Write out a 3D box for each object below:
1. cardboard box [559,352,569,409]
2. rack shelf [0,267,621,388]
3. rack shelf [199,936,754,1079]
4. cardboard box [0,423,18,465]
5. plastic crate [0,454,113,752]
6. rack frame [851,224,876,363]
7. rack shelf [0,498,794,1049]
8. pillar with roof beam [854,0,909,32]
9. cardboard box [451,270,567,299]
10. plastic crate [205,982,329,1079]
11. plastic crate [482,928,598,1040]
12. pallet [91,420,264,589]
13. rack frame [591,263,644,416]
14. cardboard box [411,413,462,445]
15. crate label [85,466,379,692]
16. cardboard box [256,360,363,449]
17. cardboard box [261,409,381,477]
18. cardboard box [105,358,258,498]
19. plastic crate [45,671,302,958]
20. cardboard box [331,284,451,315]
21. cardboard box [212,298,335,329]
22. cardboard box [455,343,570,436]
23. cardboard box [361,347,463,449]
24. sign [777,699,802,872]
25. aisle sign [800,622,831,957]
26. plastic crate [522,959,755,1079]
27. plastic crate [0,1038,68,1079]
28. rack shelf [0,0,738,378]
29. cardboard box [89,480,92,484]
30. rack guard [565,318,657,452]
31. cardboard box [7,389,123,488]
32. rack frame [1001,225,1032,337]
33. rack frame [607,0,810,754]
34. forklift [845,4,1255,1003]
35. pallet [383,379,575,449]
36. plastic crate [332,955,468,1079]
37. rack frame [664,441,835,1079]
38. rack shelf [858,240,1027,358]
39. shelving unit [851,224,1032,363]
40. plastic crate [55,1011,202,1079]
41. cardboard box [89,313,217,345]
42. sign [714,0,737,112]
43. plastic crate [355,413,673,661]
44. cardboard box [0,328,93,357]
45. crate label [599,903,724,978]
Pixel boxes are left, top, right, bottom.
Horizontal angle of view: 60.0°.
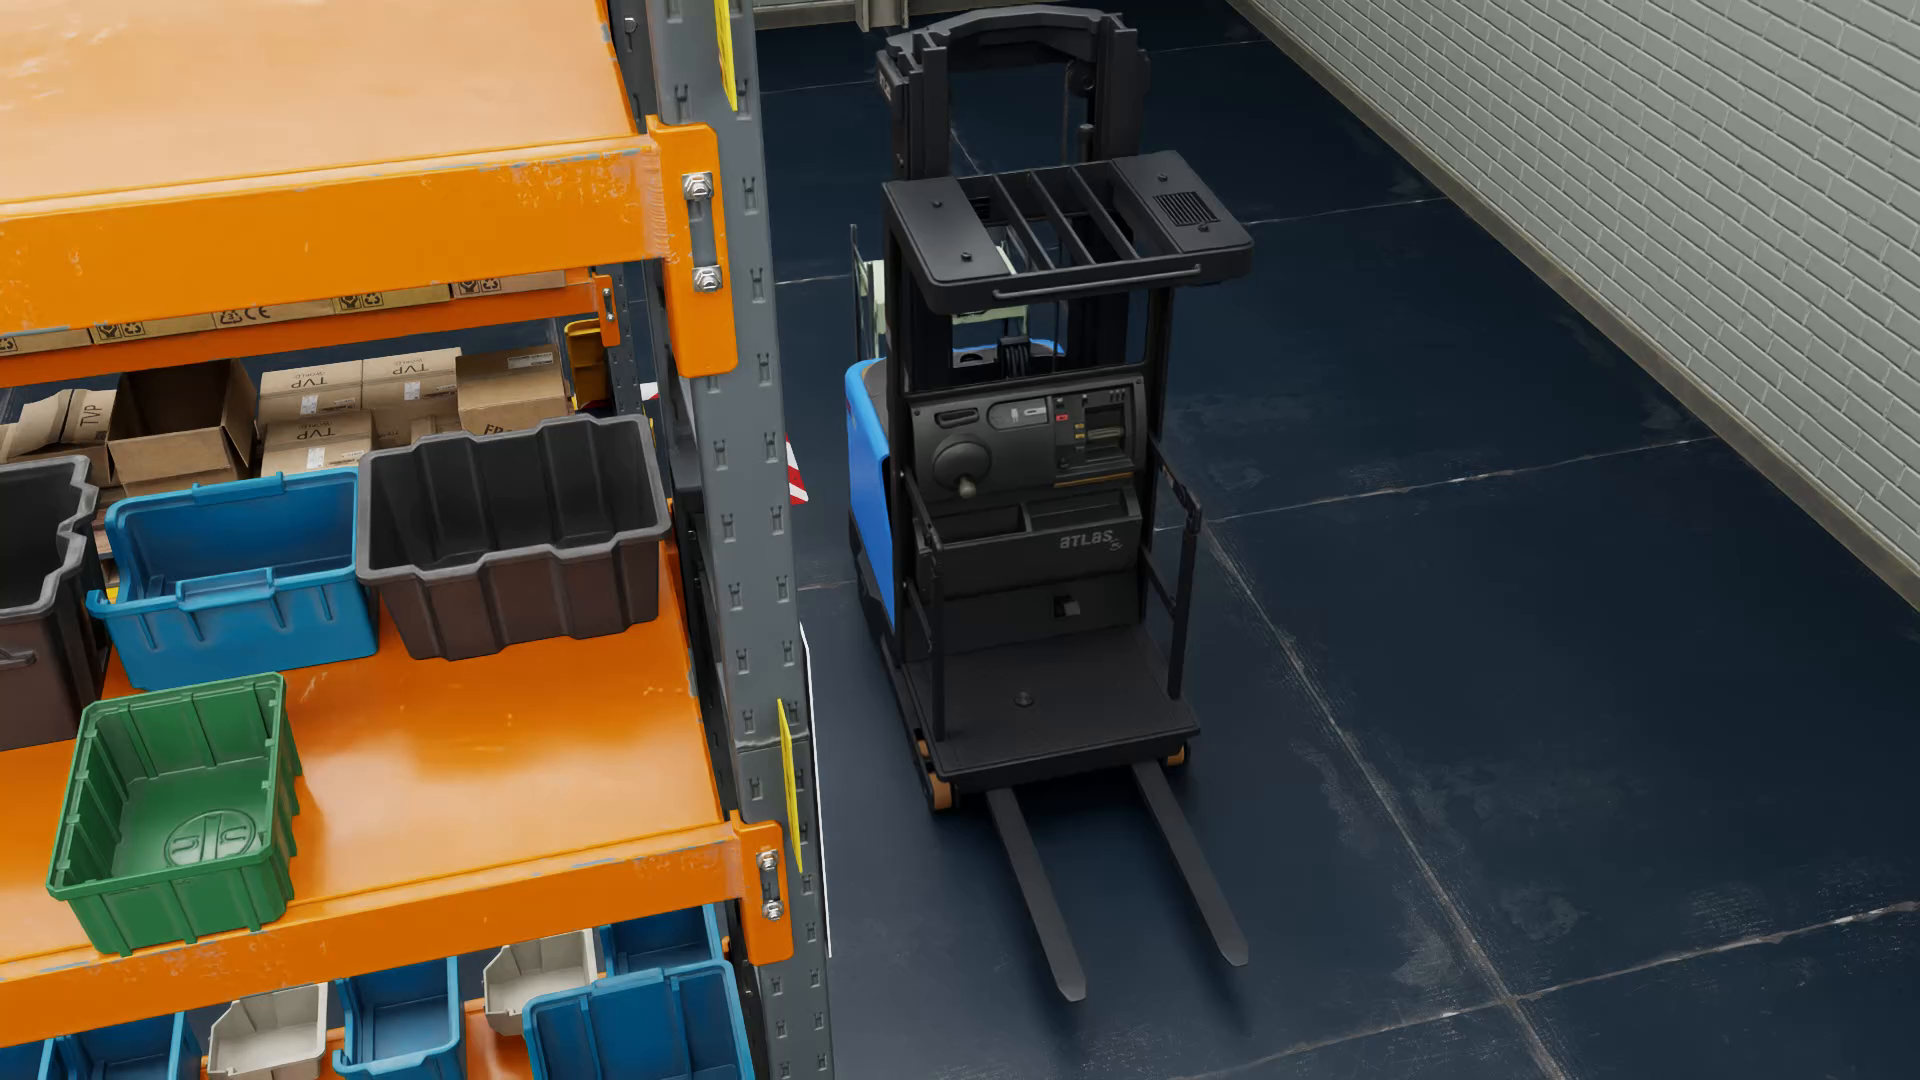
[{"bbox_3d":[-2.229,-0.833,8.834,0.250,0.149,0.380,-9,38,-12],"label":"cardboard box"},{"bbox_3d":[-3.666,-1.053,7.729,4.000,0.370,1.077,-9,38,-12],"label":"rack shelf"},{"bbox_3d":[-2.379,1.853,3.930,4.000,0.370,1.077,-9,38,-12],"label":"rack shelf"},{"bbox_3d":[-4.775,-0.415,8.288,0.250,0.149,0.380,-9,38,-12],"label":"cardboard box"},{"bbox_3d":[-1.994,0.165,3.128,0.767,0.338,0.504,-9,38,-12],"label":"plastic crate"},{"bbox_3d":[-0.444,-0.740,7.963,0.023,1.500,0.400,-9,38,-11],"label":"rack frame"},{"bbox_3d":[-2.379,0.662,3.019,4.000,0.370,1.077,-9,38,-12],"label":"rack shelf"},{"bbox_3d":[0.473,-5.353,7.821,0.400,9.000,9.100,-9,38,-12],"label":"pillar with roof beam"},{"bbox_3d":[-2.097,-1.465,7.593,0.500,0.500,0.500,-8,38,-11],"label":"cardboard box"},{"bbox_3d":[-1.758,1.287,4.245,0.298,0.136,0.250,-9,38,-12],"label":"plastic crate"},{"bbox_3d":[-1.103,1.180,4.386,0.298,0.136,0.250,-9,38,-12],"label":"plastic crate"},{"bbox_3d":[-3.754,-0.218,8.341,1.213,0.211,1.003,-9,38,-12],"label":"pallet"},{"bbox_3d":[-1.736,-1.655,7.925,0.127,3.000,1.000,-9,38,-12],"label":"rack frame"},{"bbox_3d":[-2.611,-0.463,8.335,0.250,0.166,0.380,-9,38,-12],"label":"cardboard box"},{"bbox_3d":[-1.423,0.075,3.316,0.502,0.251,0.408,-9,38,-12],"label":"crate label"},{"bbox_3d":[-3.300,-0.660,8.524,0.500,0.250,0.500,-9,38,-12],"label":"cardboard box"},{"bbox_3d":[-3.121,-0.375,8.151,0.500,0.250,0.500,-9,38,-12],"label":"cardboard box"},{"bbox_3d":[-3.785,-0.506,8.114,0.637,0.503,0.797,-9,38,-12],"label":"cardboard box"},{"bbox_3d":[-1.326,0.467,2.855,0.336,0.188,0.450,-9,38,-12],"label":"plastic crate"},{"bbox_3d":[-2.597,-1.380,7.483,0.500,0.500,0.500,-9,38,-12],"label":"cardboard box"},{"bbox_3d":[-3.080,-1.304,7.384,0.500,0.500,0.500,-9,38,-12],"label":"cardboard box"},{"bbox_3d":[-2.196,-0.607,8.249,0.500,0.500,0.500,-9,38,-12],"label":"cardboard box"},{"bbox_3d":[-2.817,-0.739,8.628,0.500,0.250,0.500,-9,38,-12],"label":"cardboard box"},{"bbox_3d":[-0.289,0.421,2.828,0.005,0.325,0.100,-9,38,-12],"label":"sign"},{"bbox_3d":[-0.302,0.379,3.126,0.004,0.787,0.394,-9,38,-12],"label":"aisle sign"},{"bbox_3d":[-0.722,1.375,3.884,0.499,0.435,0.616,-9,38,-12],"label":"plastic crate"},{"bbox_3d":[-2.333,1.395,4.025,0.300,0.233,0.416,-9,38,-12],"label":"plastic crate"},{"bbox_3d":[-2.379,-0.371,2.229,4.000,0.370,1.077,-9,38,-12],"label":"rack shelf"},{"bbox_3d":[-4.303,-0.154,7.931,0.250,0.166,0.380,-9,38,-12],"label":"cardboard box"},{"bbox_3d":[-1.809,-0.651,8.668,0.348,0.500,1.175,-9,38,-12],"label":"rack guard"},{"bbox_3d":[-4.397,-0.504,8.270,0.500,0.311,0.500,-9,38,-12],"label":"cardboard box"},{"bbox_3d":[0.265,-0.851,8.108,0.023,1.500,0.400,-9,38,-11],"label":"rack frame"},{"bbox_3d":[-0.448,-1.132,2.303,0.127,3.000,1.000,-9,38,-12],"label":"rack frame"},{"bbox_3d":[0.327,-0.324,6.241,1.130,2.935,3.031,-9,38,-11],"label":"forklift"},{"bbox_3d":[-2.578,-0.409,8.590,1.213,0.211,1.003,-9,38,-12],"label":"pallet"},{"bbox_3d":[-1.408,1.244,4.223,0.300,0.233,0.416,-9,38,-12],"label":"plastic crate"},{"bbox_3d":[-0.448,1.251,4.126,0.127,3.000,1.000,-9,38,-12],"label":"rack frame"},{"bbox_3d":[-0.090,-1.106,7.798,0.720,0.370,0.431,-9,38,-11],"label":"rack shelf"},{"bbox_3d":[-0.089,-0.796,8.035,0.755,1.500,0.431,-9,38,-11],"label":"shelving unit"},{"bbox_3d":[-2.043,1.348,4.087,0.300,0.233,0.416,-9,38,-12],"label":"plastic crate"},{"bbox_3d":[-3.567,-1.225,7.279,0.500,0.500,0.500,-10,39,-13],"label":"cardboard box"},{"bbox_3d":[-0.289,-0.684,1.983,0.005,0.325,0.100,-9,38,-12],"label":"sign"},{"bbox_3d":[-0.892,0.009,3.388,0.590,0.269,0.497,-9,38,-12],"label":"plastic crate"},{"bbox_3d":[-4.057,-1.143,7.173,0.500,0.500,0.500,-10,38,-12],"label":"cardboard box"},{"bbox_3d":[-0.772,1.139,4.360,0.303,0.233,0.416,-9,38,-12],"label":"crate label"}]
